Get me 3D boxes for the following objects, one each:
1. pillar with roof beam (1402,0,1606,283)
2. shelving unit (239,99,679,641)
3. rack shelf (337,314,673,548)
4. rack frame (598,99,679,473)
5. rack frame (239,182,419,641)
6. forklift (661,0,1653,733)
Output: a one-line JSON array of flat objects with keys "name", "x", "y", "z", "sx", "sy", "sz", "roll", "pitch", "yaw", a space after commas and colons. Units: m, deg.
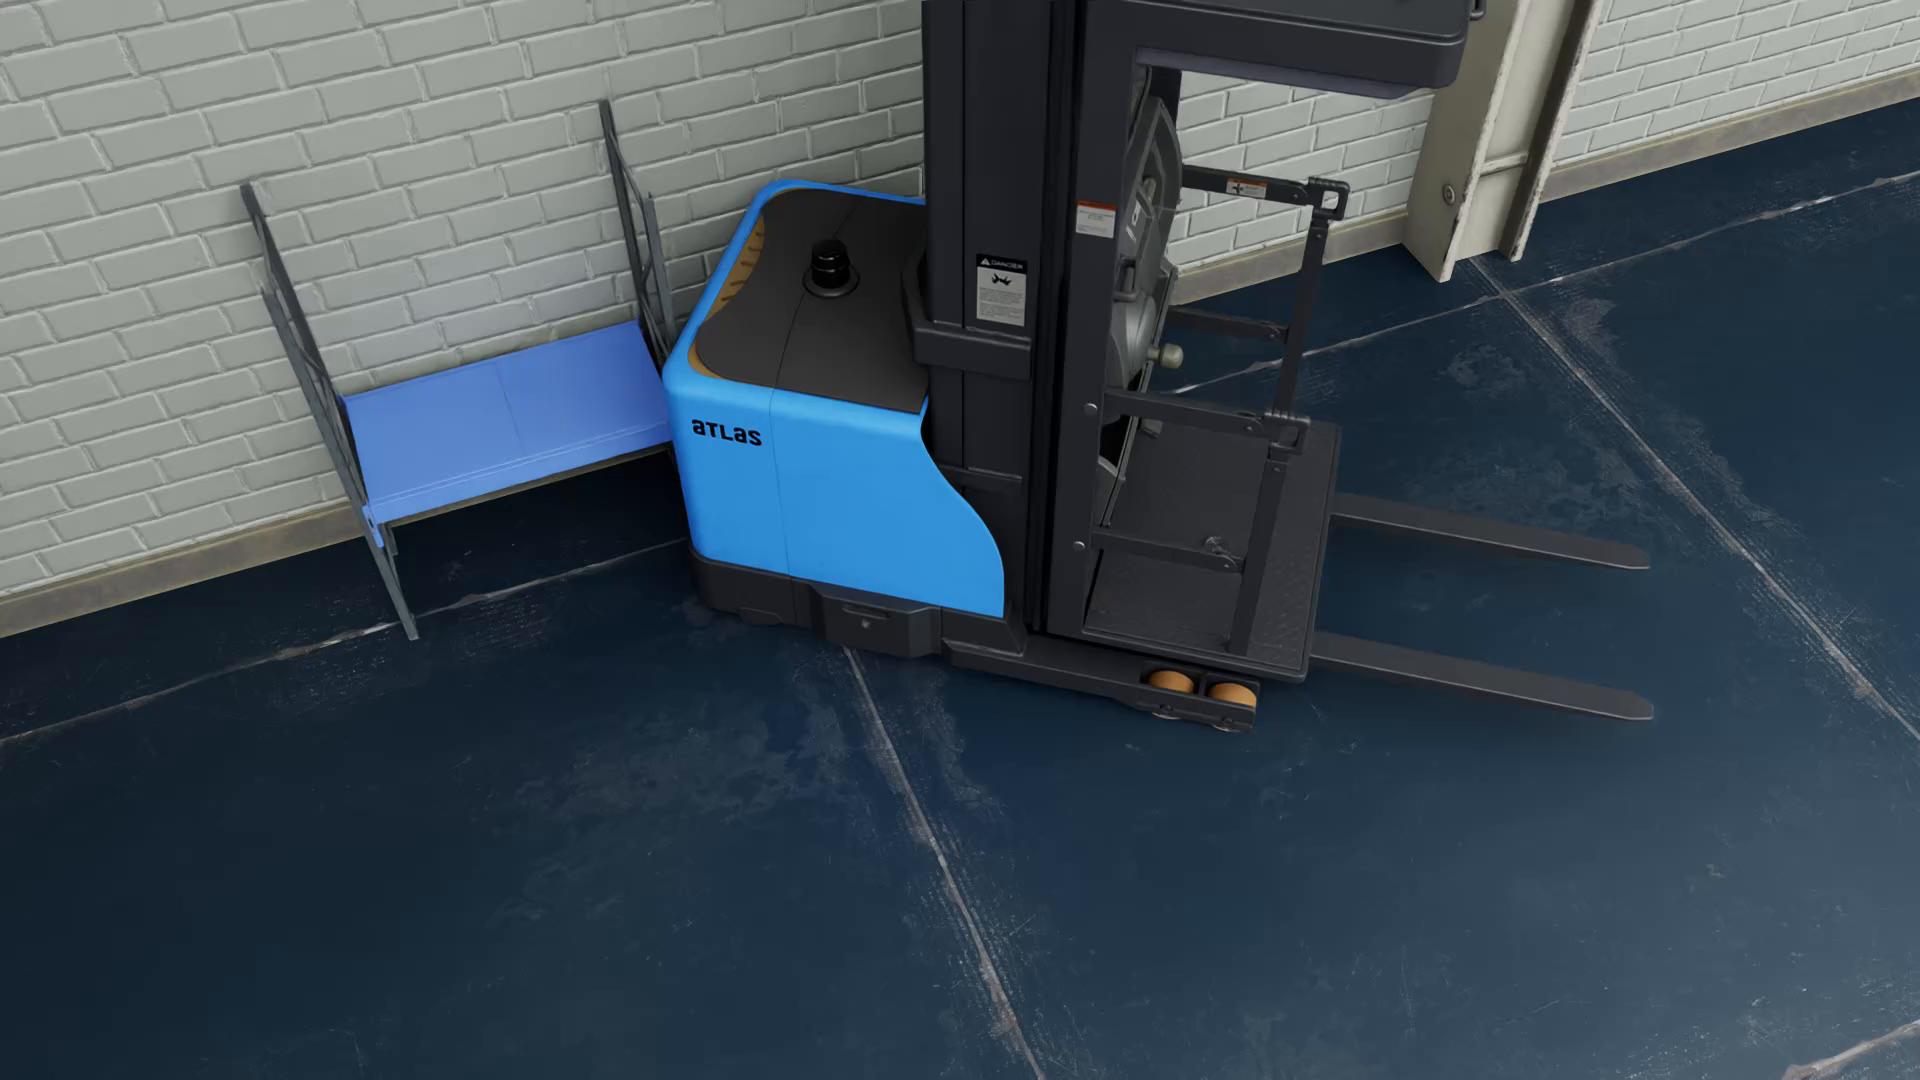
[{"name": "pillar with roof beam", "x": 3.662, "y": -1.098, "z": 0.762, "sx": 0.400, "sy": 9.000, "sz": 9.100, "roll": -17, "pitch": 52, "yaw": -14}, {"name": "shelving unit", "x": -1.419, "y": -0.478, "z": 5.165, "sx": 1.048, "sy": 1.500, "sz": 0.538, "roll": -17, "pitch": 52, "yaw": -14}, {"name": "rack shelf", "x": -1.419, "y": -0.363, "z": 5.302, "sx": 1.000, "sy": 0.185, "sz": 0.538, "roll": -17, "pitch": 52, "yaw": -14}, {"name": "rack frame", "x": -0.949, "y": -0.626, "z": 5.287, "sx": 0.032, "sy": 1.500, "sz": 0.500, "roll": -17, "pitch": 52, "yaw": -14}, {"name": "rack frame", "x": -1.890, "y": -0.330, "z": 5.042, "sx": 0.032, "sy": 1.500, "sz": 0.500, "roll": -17, "pitch": 52, "yaw": -14}, {"name": "forklift", "x": 0.698, "y": -0.801, "z": 4.506, "sx": 3.031, "sy": 2.935, "sz": 1.130, "roll": 11, "pitch": 50, "yaw": 9}]
